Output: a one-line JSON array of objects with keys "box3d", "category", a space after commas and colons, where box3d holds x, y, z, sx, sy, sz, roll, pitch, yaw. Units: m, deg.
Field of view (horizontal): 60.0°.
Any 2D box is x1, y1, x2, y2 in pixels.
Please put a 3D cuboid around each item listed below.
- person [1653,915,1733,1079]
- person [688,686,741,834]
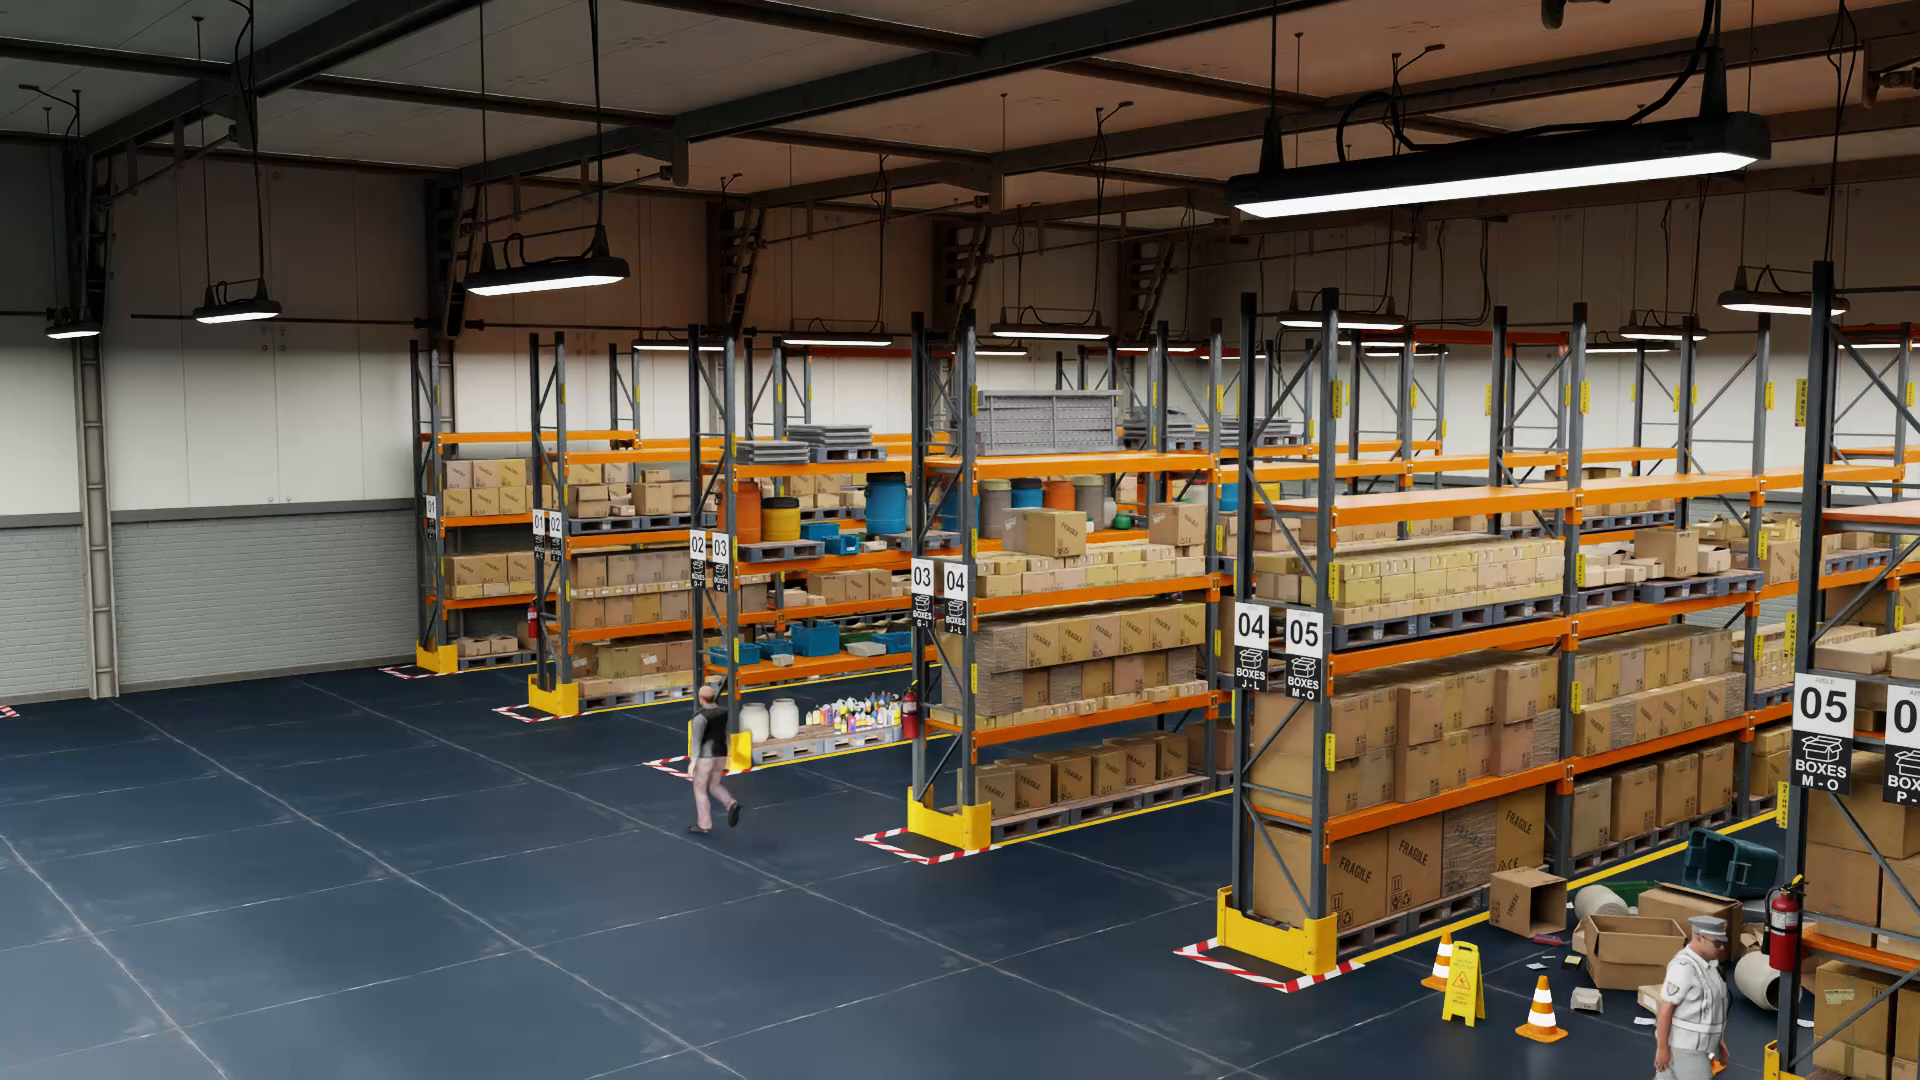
[{"box3d": [4.818, 3.294, 10.871, 0.966, 1.687, 0.613, 4, 7, 37], "category": "person"}, {"box3d": [-2.844, 2.534, 19.157, 0.627, 1.711, 0.592, 4, 7, 37], "category": "person"}]
